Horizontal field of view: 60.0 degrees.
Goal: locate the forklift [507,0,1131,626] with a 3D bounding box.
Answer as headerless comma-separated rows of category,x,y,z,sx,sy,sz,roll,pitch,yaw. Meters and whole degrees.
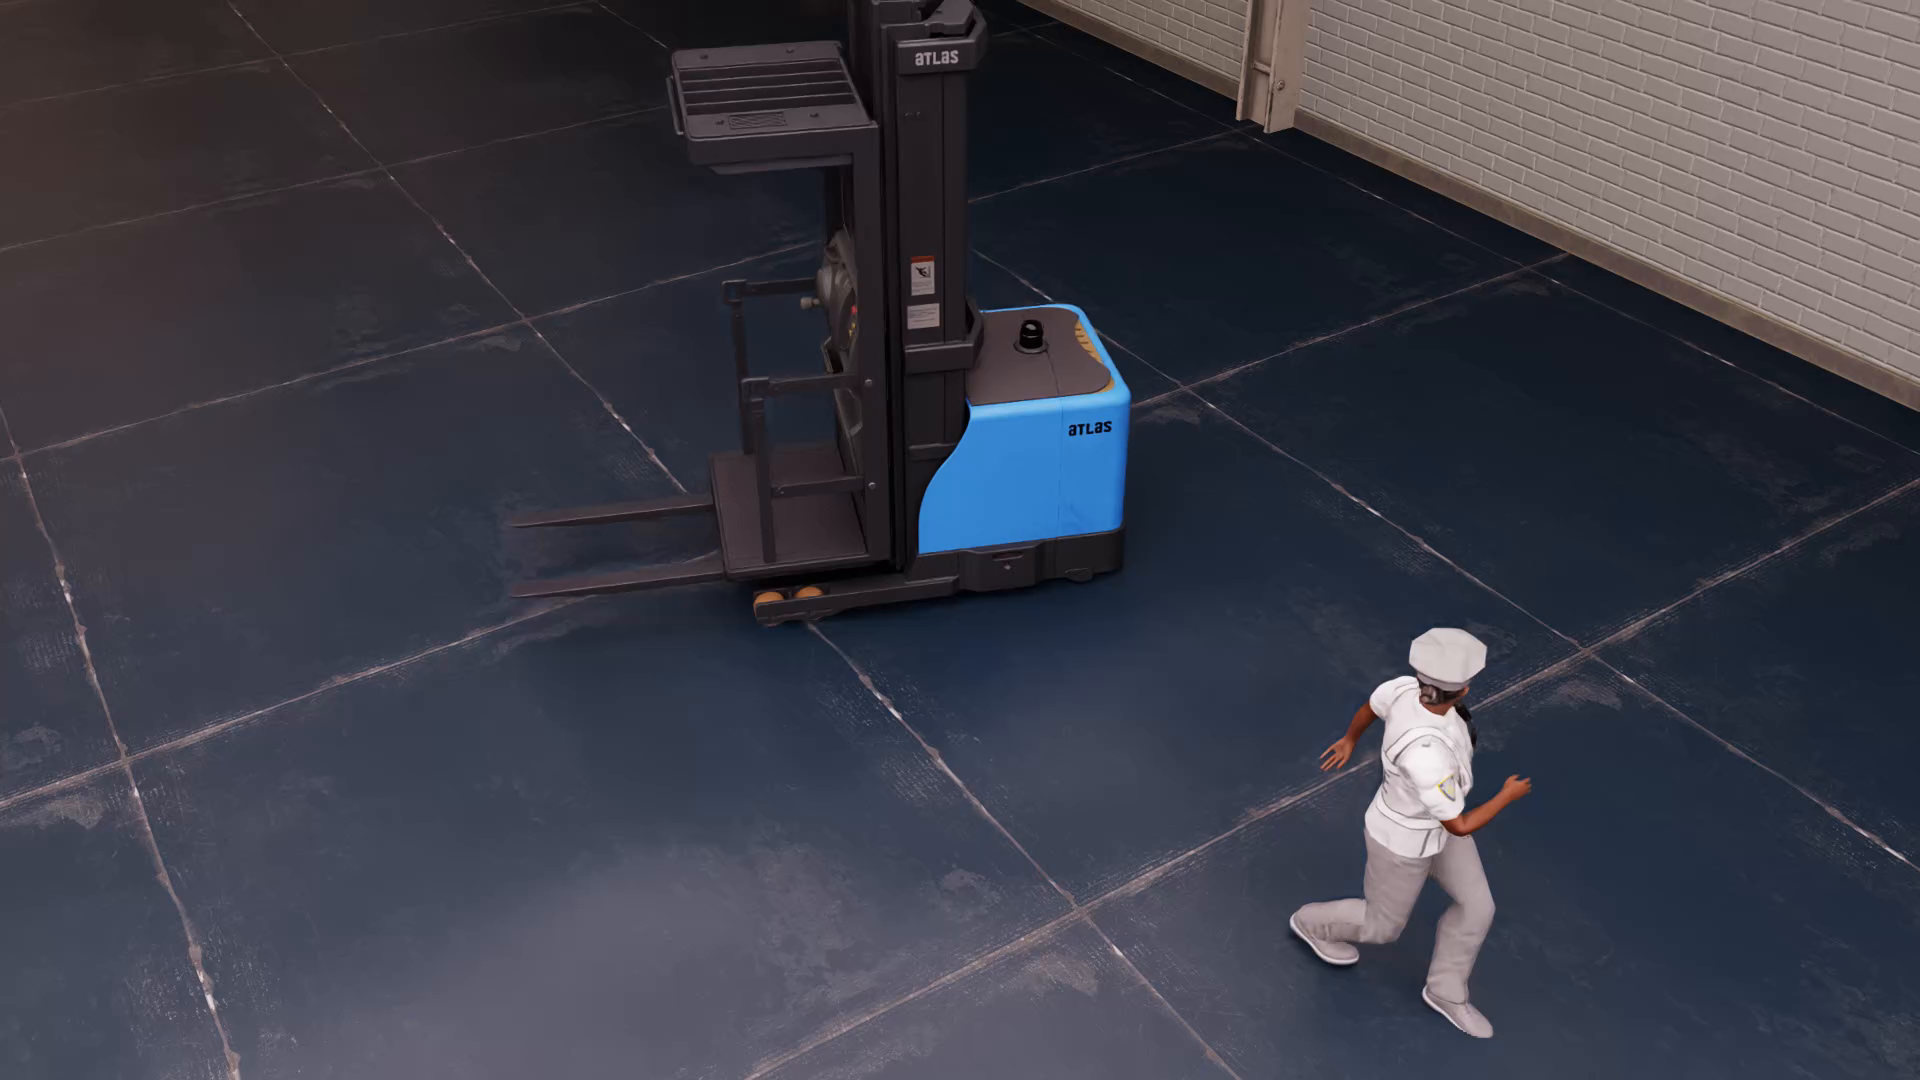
forklift,-0.745,-1.112,7.730,3.031,2.935,1.130,-7,36,-10

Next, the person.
person,1.627,1.022,5.907,0.888,1.596,0.470,22,41,28
